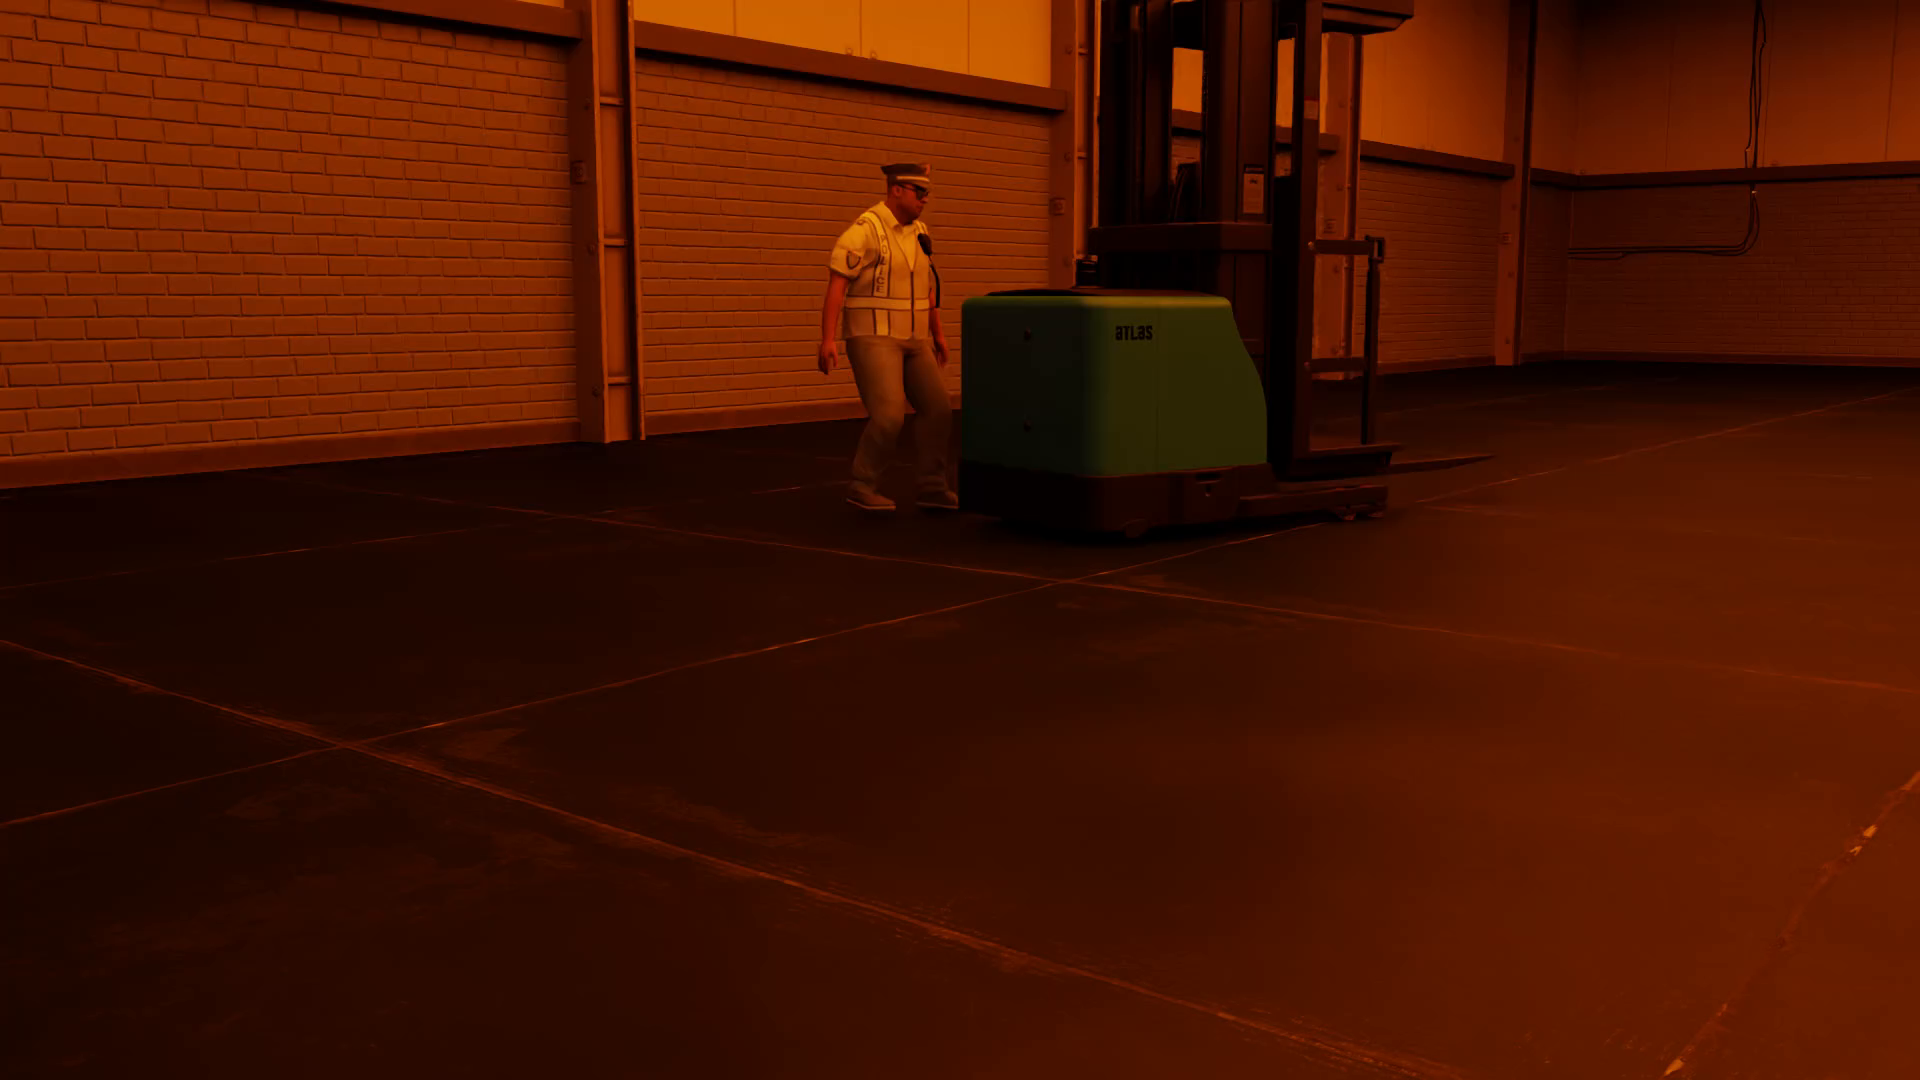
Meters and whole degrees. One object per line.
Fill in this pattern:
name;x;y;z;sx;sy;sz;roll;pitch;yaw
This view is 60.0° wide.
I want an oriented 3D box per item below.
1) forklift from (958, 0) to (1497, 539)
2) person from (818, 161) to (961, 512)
forklift;1.483;-1.596;8.189;3.031;2.935;1.130;-6;10;-36
person;-0.315;-0.979;8.168;0.423;1.717;0.861;7;11;42
